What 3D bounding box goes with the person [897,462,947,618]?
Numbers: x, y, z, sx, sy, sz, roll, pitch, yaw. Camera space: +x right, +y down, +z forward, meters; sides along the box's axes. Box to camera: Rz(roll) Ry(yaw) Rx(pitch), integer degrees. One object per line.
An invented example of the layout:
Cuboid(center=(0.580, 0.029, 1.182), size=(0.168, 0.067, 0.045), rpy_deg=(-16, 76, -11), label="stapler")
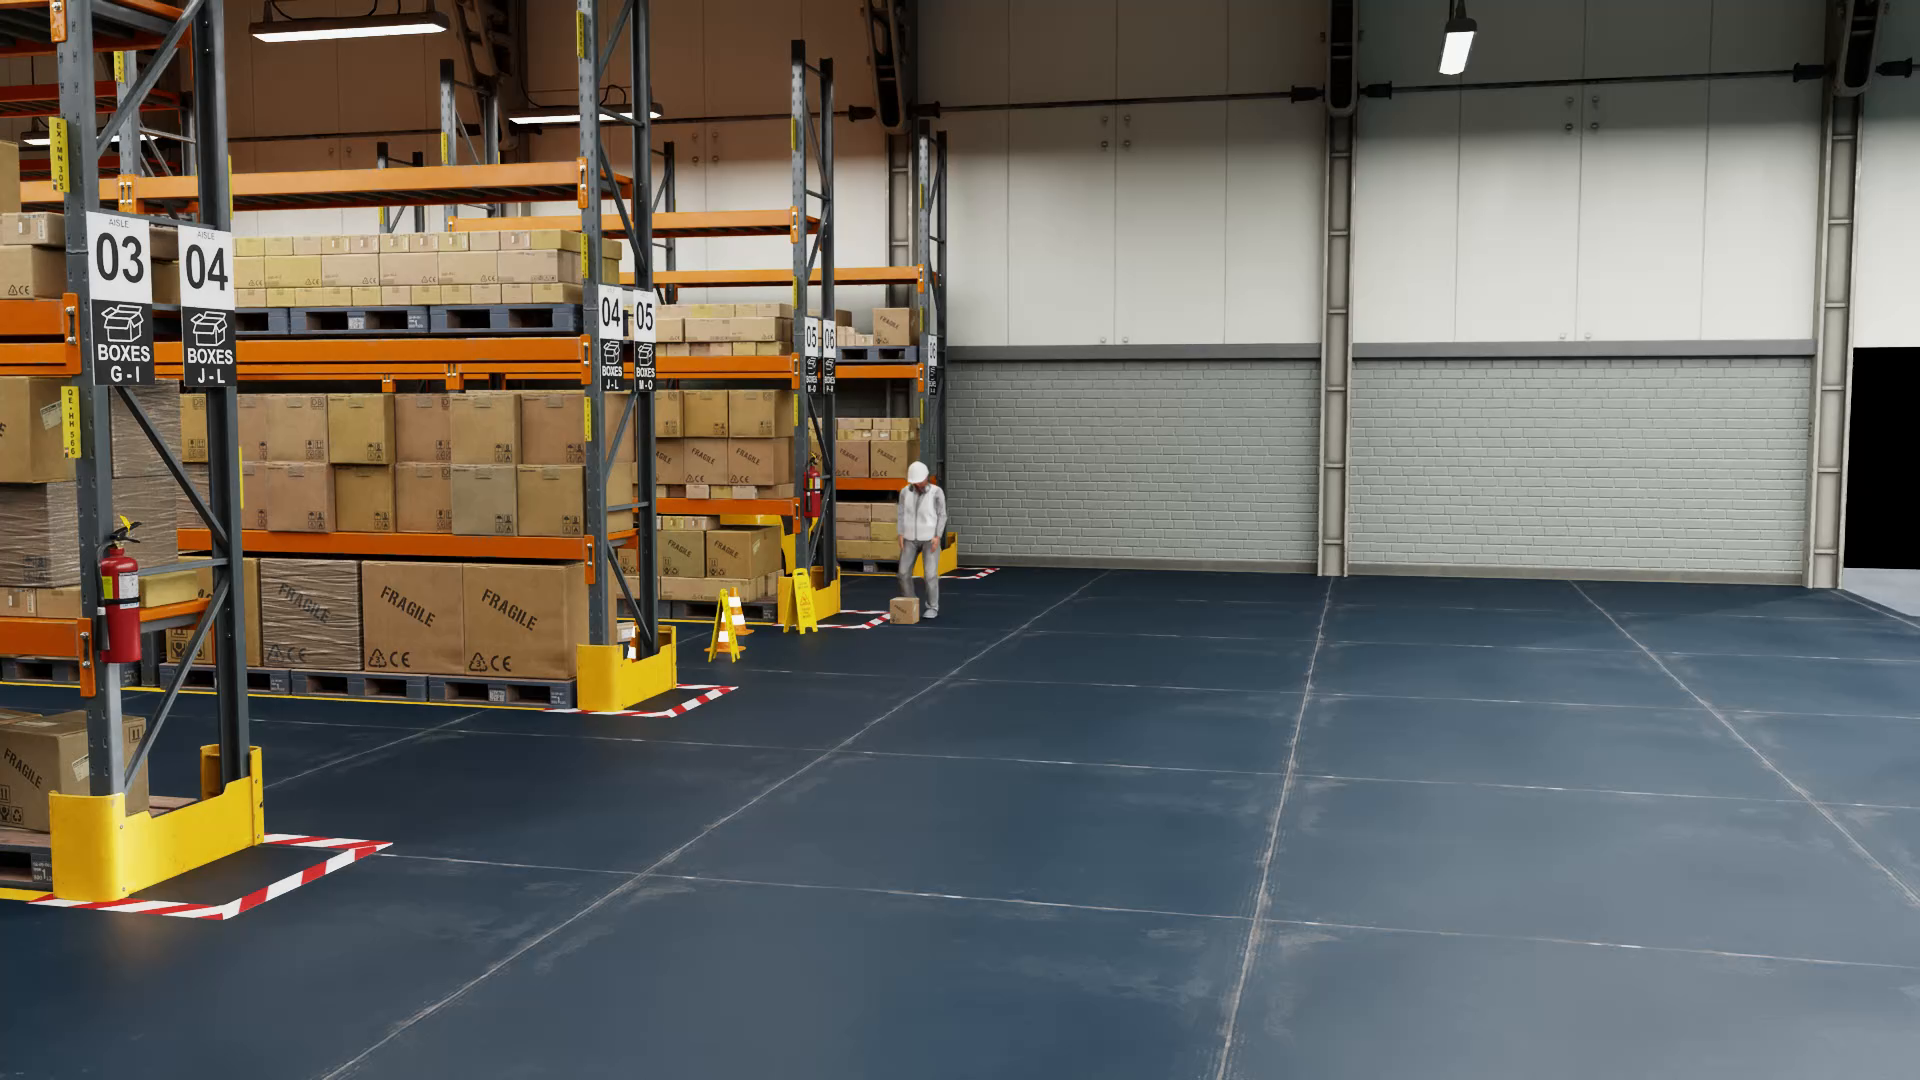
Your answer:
Cuboid(center=(-0.411, -0.004, 17.932), size=(0.567, 1.695, 0.516), rpy_deg=(2, 5, 20), label="person")
